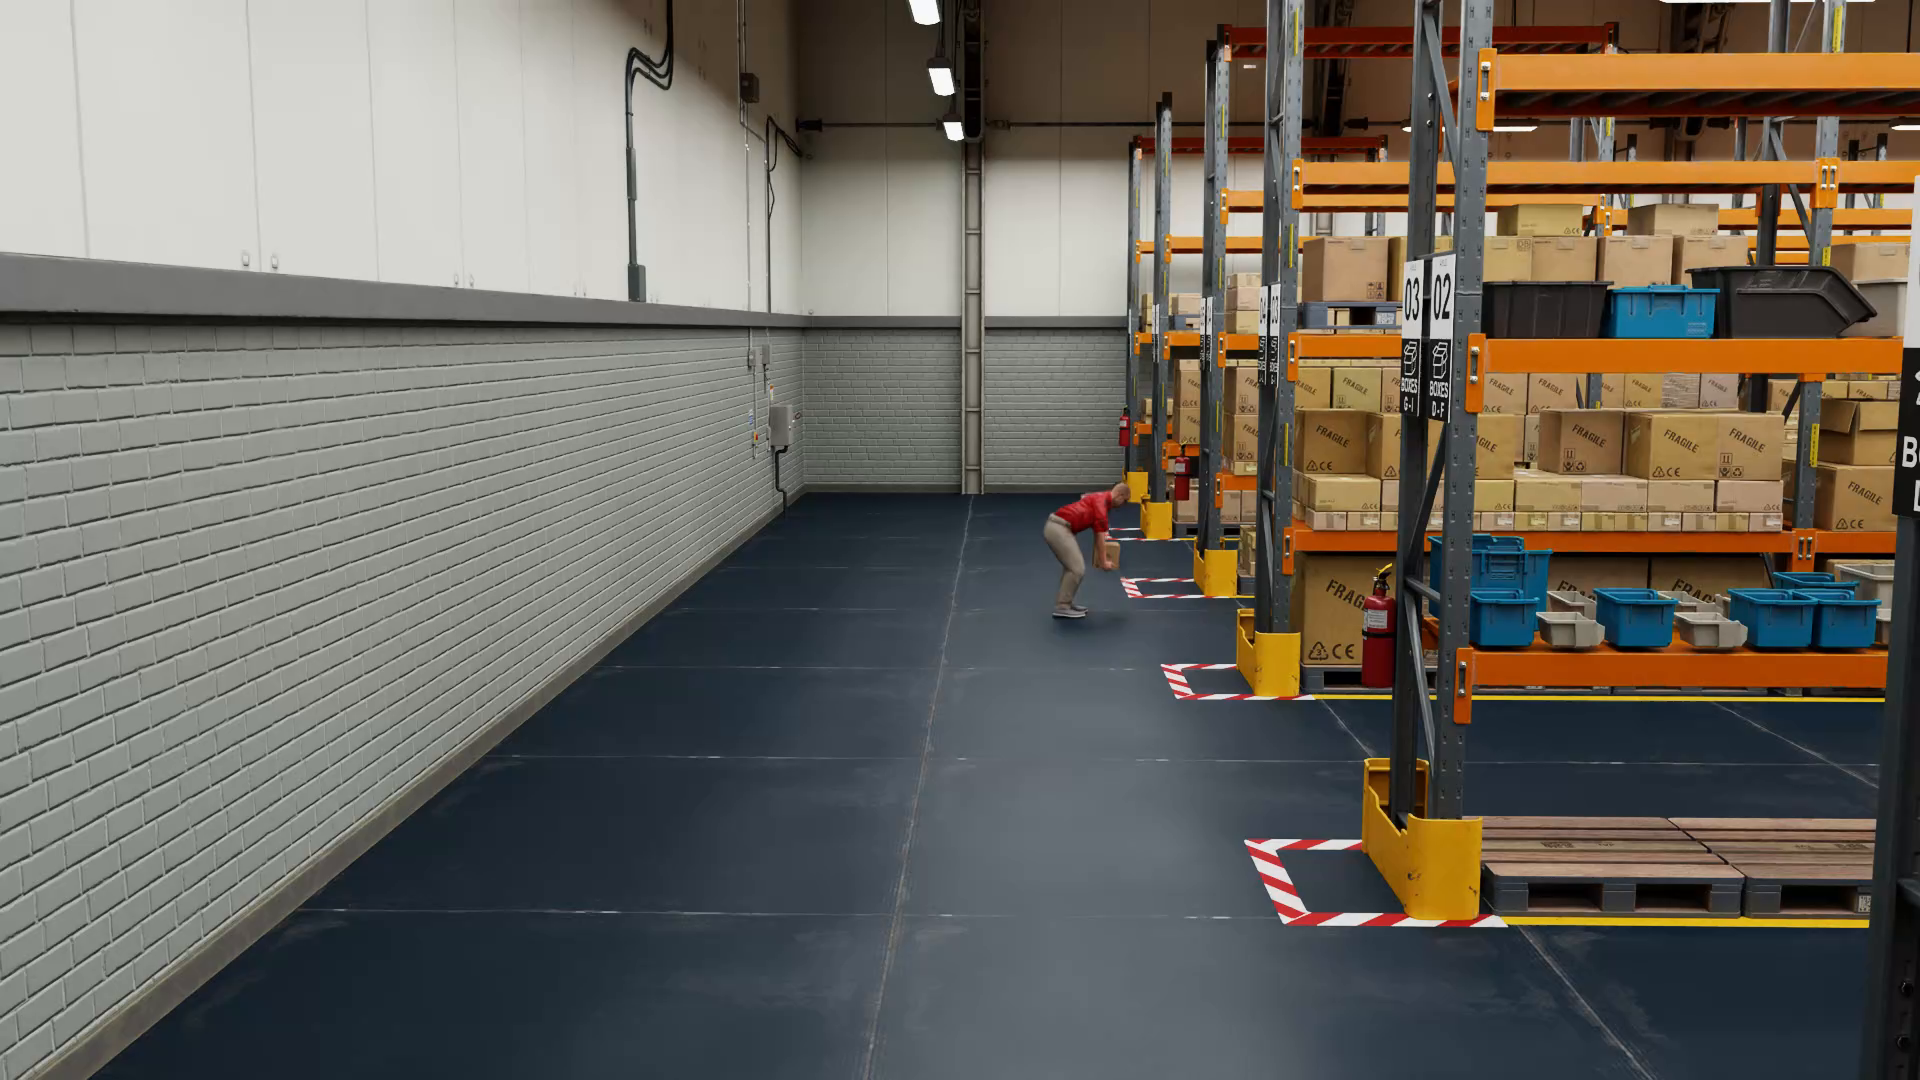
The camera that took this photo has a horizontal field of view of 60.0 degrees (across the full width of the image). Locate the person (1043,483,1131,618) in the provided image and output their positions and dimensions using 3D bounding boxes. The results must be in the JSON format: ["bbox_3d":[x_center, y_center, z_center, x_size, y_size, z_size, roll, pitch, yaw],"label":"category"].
[{"bbox_3d":[1.273,0.095,16.673,0.883,1.336,0.496,0,7,-1],"label":"person"}]
